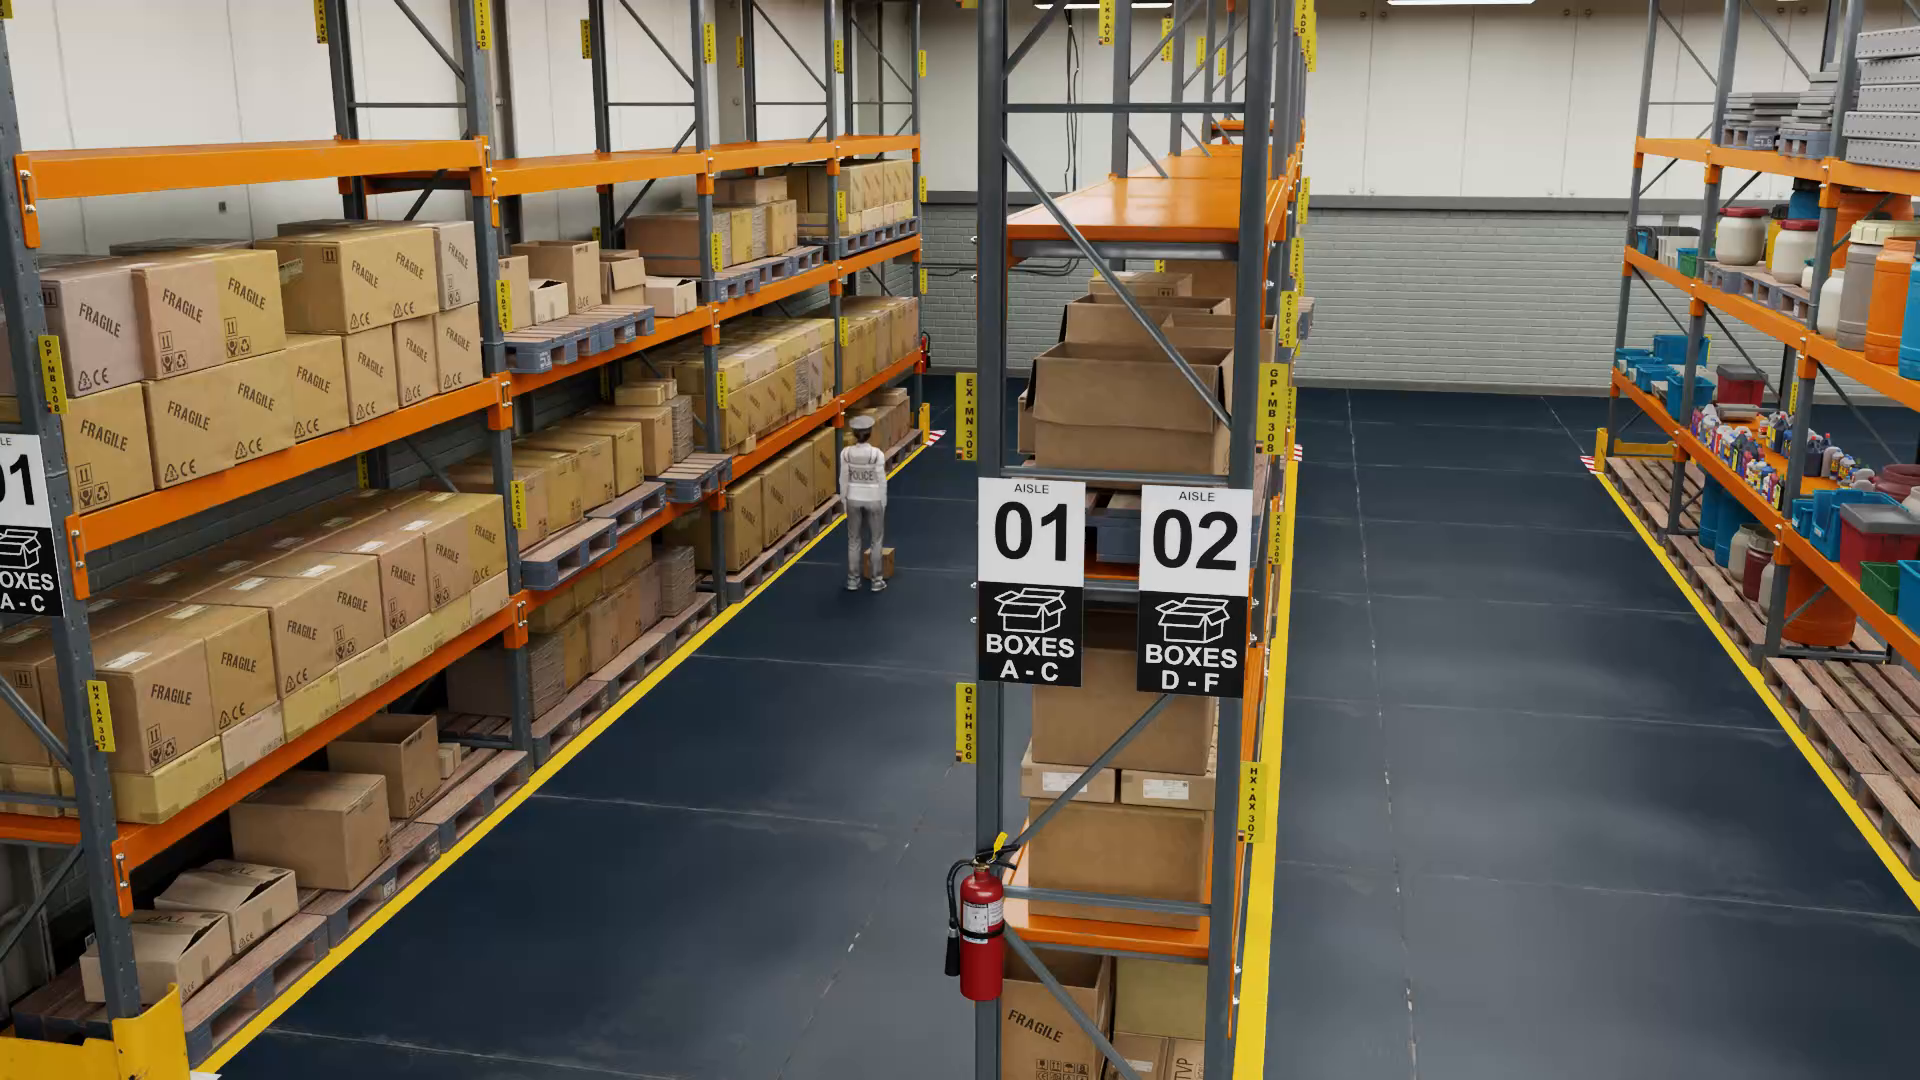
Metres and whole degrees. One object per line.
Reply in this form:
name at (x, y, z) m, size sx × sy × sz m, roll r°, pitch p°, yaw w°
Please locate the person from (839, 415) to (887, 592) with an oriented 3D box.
person at (-0.910, -0.344, 15.793) m, size 0.468 × 1.684 × 0.343 m, roll 3°, pitch 15°, yaw 13°
